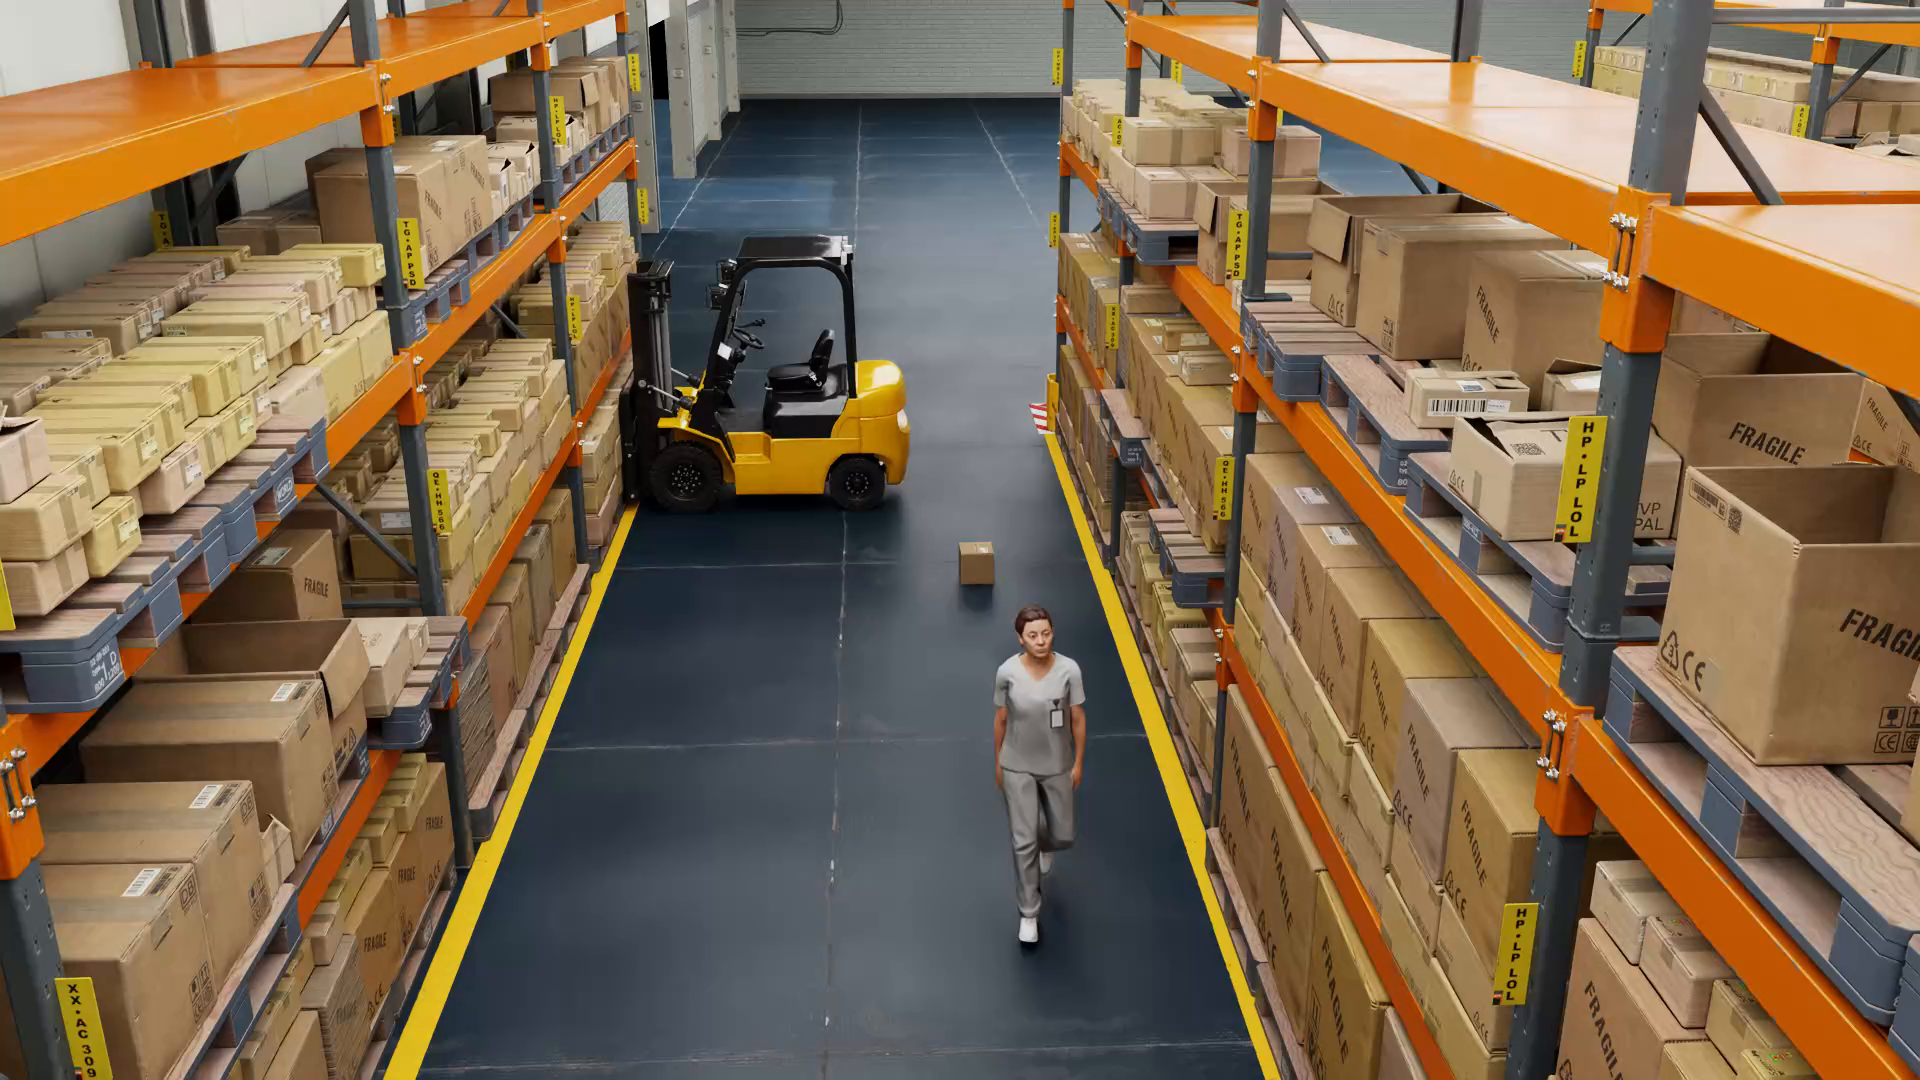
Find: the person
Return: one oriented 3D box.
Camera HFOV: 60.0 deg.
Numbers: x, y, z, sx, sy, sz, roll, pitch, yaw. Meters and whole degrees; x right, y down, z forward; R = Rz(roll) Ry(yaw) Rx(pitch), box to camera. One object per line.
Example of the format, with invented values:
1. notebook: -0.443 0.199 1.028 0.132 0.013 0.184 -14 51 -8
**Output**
1. person: 0.384 1.082 8.152 0.450 1.646 0.741 -1 20 -2
